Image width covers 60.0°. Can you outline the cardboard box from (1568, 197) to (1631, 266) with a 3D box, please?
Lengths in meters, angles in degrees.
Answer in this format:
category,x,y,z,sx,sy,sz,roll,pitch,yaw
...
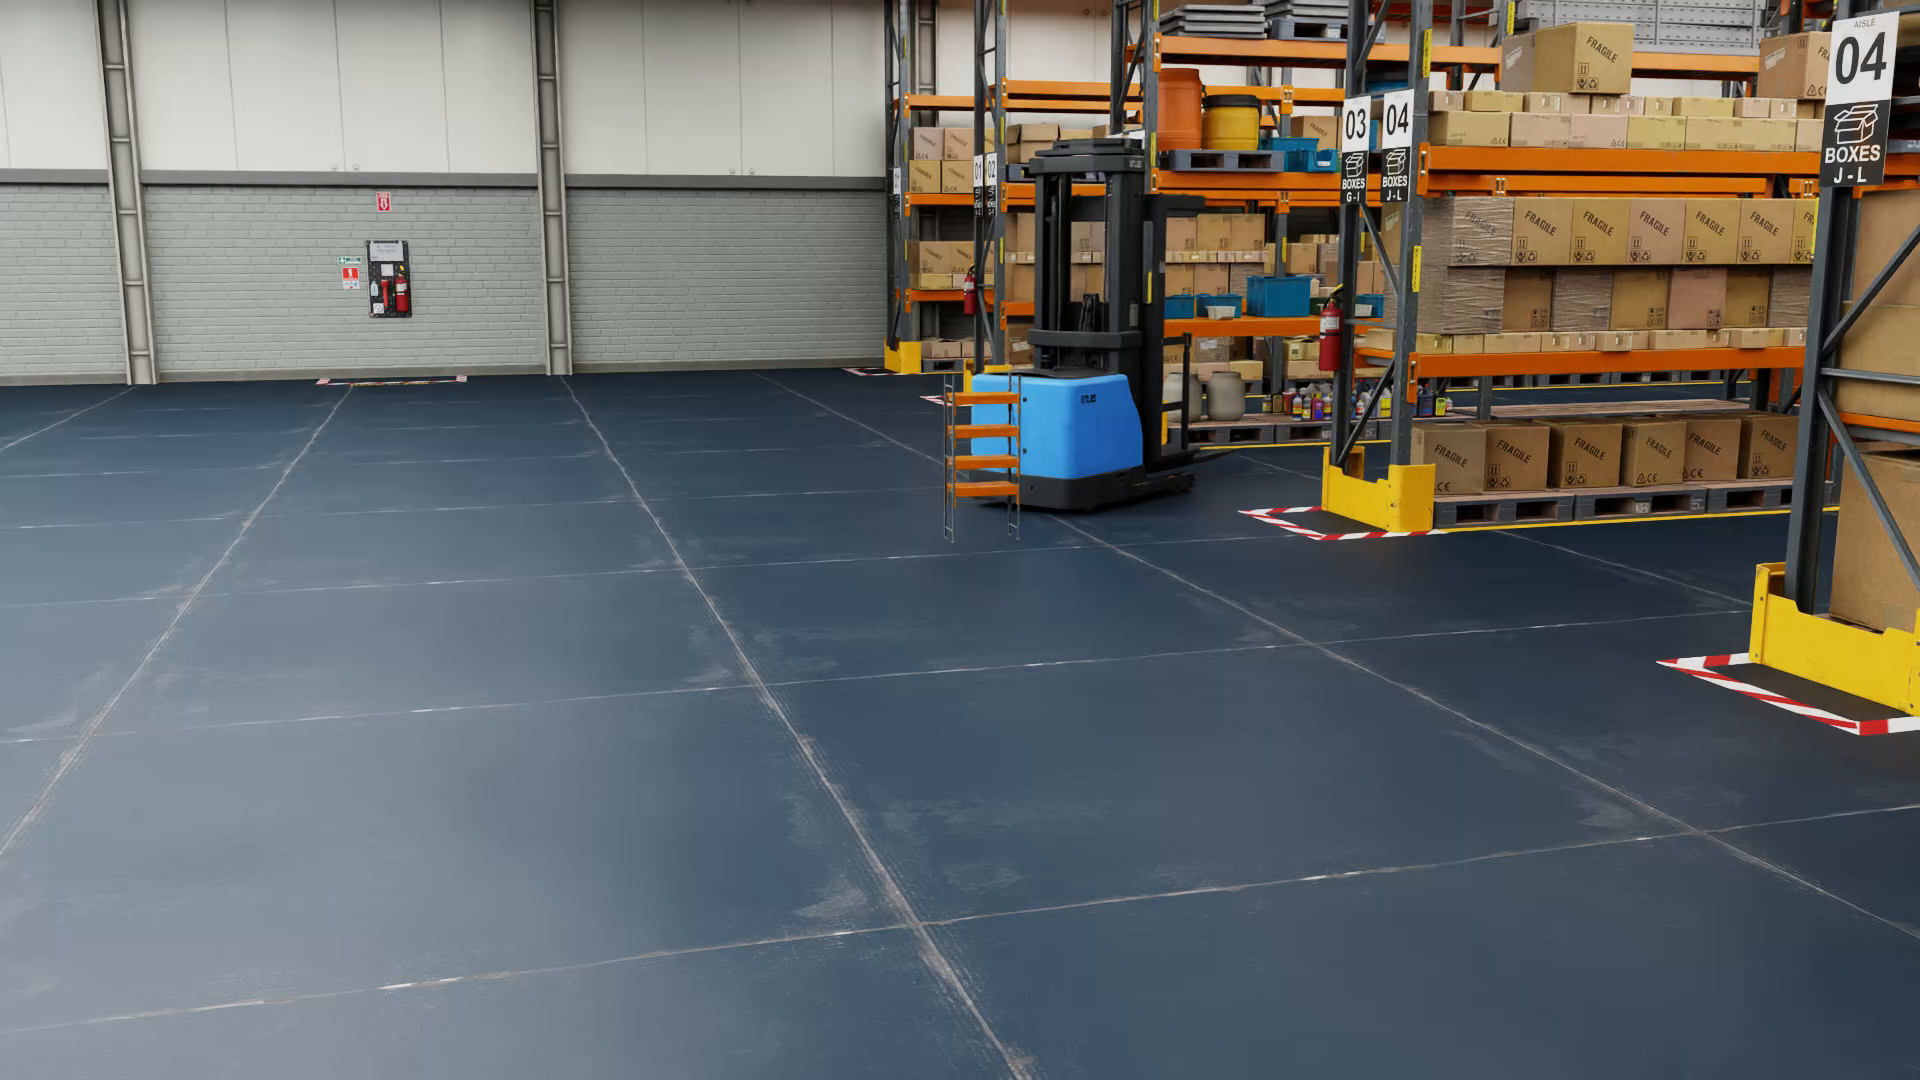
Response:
category,x,y,z,sx,sy,sz,roll,pitch,yaw
cardboard box,4.716,-2.349,12.664,0.500,0.500,0.500,-3,11,-16

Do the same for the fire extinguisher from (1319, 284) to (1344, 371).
category,x,y,z,sx,sy,sz,roll,pitch,yaw
fire extinguisher,2.912,-1.668,13.038,0.183,0.674,0.296,-3,11,-16

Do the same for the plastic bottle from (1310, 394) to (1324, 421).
category,x,y,z,sx,sy,sz,roll,pitch,yaw
plastic bottle,3.816,-1.419,17.759,0.133,0.283,0.061,-3,11,-15

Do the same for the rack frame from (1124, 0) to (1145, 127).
category,x,y,z,sx,sy,sz,roll,pitch,yaw
rack frame,2.838,-7.368,27.215,0.127,3.000,1.000,-3,11,-16

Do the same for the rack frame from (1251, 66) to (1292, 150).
category,x,y,z,sx,sy,sz,roll,pitch,yaw
rack frame,4.226,-6.507,22.539,0.127,3.000,1.000,-3,11,-16

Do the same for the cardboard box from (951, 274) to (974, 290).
category,x,y,z,sx,sy,sz,roll,pitch,yaw
cardboard box,0.049,-4.150,26.661,0.500,0.250,0.500,-3,11,-18

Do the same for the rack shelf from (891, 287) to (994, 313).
category,x,y,z,sx,sy,sz,roll,pitch,yaw
rack shelf,0.917,-3.963,27.274,4.000,0.370,1.077,-3,11,-16

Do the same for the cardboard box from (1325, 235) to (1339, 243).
category,x,y,z,sx,sy,sz,roll,pitch,yaw
cardboard box,6.355,-5.182,28.627,0.250,0.149,0.380,-5,11,-23

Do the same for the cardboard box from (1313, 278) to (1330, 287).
category,x,y,z,sx,sy,sz,roll,pitch,yaw
cardboard box,5.019,-3.567,23.509,0.258,0.266,0.396,-3,11,-17

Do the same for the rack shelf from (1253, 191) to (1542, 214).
category,x,y,z,sx,sy,sz,roll,pitch,yaw
rack shelf,6.146,-4.779,23.425,4.000,0.370,1.077,-3,11,-16

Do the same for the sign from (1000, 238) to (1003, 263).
category,x,y,z,sx,sy,sz,roll,pitch,yaw
sign,0.535,-3.722,21.371,0.005,0.325,0.100,-3,11,-16

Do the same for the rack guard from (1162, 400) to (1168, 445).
category,x,y,z,sx,sy,sz,roll,pitch,yaw
rack guard,1.826,-1.276,17.596,0.348,0.500,1.175,-3,11,-16

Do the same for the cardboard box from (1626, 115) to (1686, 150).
category,x,y,z,sx,sy,sz,roll,pitch,yaw
cardboard box,5.154,-3.092,12.685,0.500,0.250,0.500,-3,11,-14

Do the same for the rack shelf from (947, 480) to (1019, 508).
category,x,y,z,sx,sy,sz,roll,pitch,yaw
rack shelf,0.159,-0.337,12.031,0.480,0.148,0.258,-3,11,-16

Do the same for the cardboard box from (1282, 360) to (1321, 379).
category,x,y,z,sx,sy,sz,roll,pitch,yaw
cardboard box,4.682,-2.388,23.170,0.500,0.250,0.500,-3,11,-17

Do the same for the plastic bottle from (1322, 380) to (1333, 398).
category,x,y,z,sx,sy,sz,roll,pitch,yaw
plastic bottle,4.126,-1.609,18.605,0.185,0.351,0.144,-3,11,-16

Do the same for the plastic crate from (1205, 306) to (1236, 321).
category,x,y,z,sx,sy,sz,roll,pitch,yaw
plastic crate,2.715,-2.353,17.270,0.250,0.136,0.298,-3,11,-16

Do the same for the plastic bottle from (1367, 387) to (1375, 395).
category,x,y,z,sx,sy,sz,roll,pitch,yaw
plastic bottle,4.610,-1.573,18.627,0.097,0.271,0.097,0,10,0

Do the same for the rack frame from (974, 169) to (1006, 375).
category,x,y,z,sx,sy,sz,roll,pitch,yaw
rack frame,0.385,-3.354,21.982,0.127,3.000,1.000,-3,11,-16

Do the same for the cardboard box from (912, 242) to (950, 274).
category,x,y,z,sx,sy,sz,roll,pitch,yaw
cardboard box,-0.461,-4.492,26.450,0.500,0.500,0.500,-3,11,-16

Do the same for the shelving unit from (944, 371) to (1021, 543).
category,x,y,z,sx,sy,sz,roll,pitch,yaw
shelving unit,0.159,-0.598,11.983,0.503,1.200,0.258,-3,11,-16

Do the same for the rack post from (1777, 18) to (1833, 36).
category,x,y,z,sx,sy,sz,roll,pitch,yaw
rack post,10.131,-5.855,19.205,0.937,0.300,0.954,-3,11,-16

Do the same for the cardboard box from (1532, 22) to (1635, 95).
category,x,y,z,sx,sy,sz,roll,pitch,yaw
cardboard box,4.651,-3.577,12.427,0.500,0.500,0.500,-3,11,-16

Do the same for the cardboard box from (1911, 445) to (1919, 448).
category,x,y,z,sx,sy,sz,roll,pitch,yaw
cardboard box,8.050,-0.870,14.175,0.500,0.500,0.700,-3,11,-16

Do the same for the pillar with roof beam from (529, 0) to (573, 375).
category,x,y,z,sx,sy,sz,roll,pitch,yaw
pillar with roof beam,-5.130,-6.299,21.411,0.400,9.000,9.100,-3,11,-16

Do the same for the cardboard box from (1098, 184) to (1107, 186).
category,x,y,z,sx,sy,sz,roll,pitch,yaw
cardboard box,2.419,-5.883,27.103,0.500,0.500,0.500,-3,11,-14

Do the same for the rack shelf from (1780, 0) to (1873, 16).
category,x,y,z,sx,sy,sz,roll,pitch,yaw
rack shelf,5.071,-4.328,12.699,4.000,0.370,1.077,-3,11,-16

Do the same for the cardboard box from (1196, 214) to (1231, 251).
category,x,y,z,sx,sy,sz,roll,pitch,yaw
cardboard box,3.317,-4.195,22.687,0.500,0.500,0.700,-3,11,-16

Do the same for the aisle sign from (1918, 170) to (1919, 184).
category,x,y,z,sx,sy,sz,roll,pitch,yaw
aisle sign,4.456,-1.987,7.377,0.004,0.787,0.394,-3,11,-16

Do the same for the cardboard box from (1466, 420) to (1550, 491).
category,x,y,z,sx,sy,sz,roll,pitch,yaw
cardboard box,4.319,-0.674,13.168,0.500,0.500,0.500,0,10,-1

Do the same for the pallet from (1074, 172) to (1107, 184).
category,x,y,z,sx,sy,sz,roll,pitch,yaw
pallet,2.245,-4.880,22.227,1.213,0.211,1.003,-3,11,-16

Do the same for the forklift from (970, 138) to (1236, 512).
category,x,y,z,sx,sy,sz,roll,pitch,yaw
forklift,1.369,-1.875,14.135,1.130,2.935,3.031,8,13,36

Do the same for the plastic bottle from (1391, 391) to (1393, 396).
category,x,y,z,sx,sy,sz,roll,pitch,yaw
plastic bottle,4.819,-1.504,18.241,0.135,0.276,0.152,-3,11,-16

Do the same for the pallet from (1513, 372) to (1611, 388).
category,x,y,z,sx,sy,sz,roll,pitch,yaw
pallet,8.794,-2.419,24.603,1.213,0.211,1.003,-3,11,-16

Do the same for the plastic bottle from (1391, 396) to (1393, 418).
category,x,y,z,sx,sy,sz,roll,pitch,yaw
plastic bottle,4.740,-1.468,18.023,0.133,0.283,0.061,-2,11,-12

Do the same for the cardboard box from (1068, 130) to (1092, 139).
category,x,y,z,sx,sy,sz,roll,pitch,yaw
cardboard box,1.906,-6.341,26.830,0.500,0.500,0.500,-2,11,-13

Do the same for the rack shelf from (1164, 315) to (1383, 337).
category,x,y,z,sx,sy,sz,roll,pitch,yaw
rack shelf,3.686,-2.240,17.919,4.000,0.370,1.077,-3,11,-16

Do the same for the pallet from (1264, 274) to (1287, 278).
category,x,y,z,sx,sy,sz,roll,pitch,yaw
pallet,4.789,-4.418,28.292,1.213,0.211,1.003,-3,11,-16

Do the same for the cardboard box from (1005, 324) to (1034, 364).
category,x,y,z,sx,sy,sz,roll,pitch,yaw
cardboard box,0.817,-2.656,22.554,0.500,0.500,0.500,-3,11,-16

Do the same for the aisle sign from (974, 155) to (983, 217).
category,x,y,z,sx,sy,sz,roll,pitch,yaw
aisle sign,0.240,-4.681,22.006,0.004,0.787,0.394,-3,11,-16

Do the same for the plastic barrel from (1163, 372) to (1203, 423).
category,x,y,z,sx,sy,sz,roll,pitch,yaw
plastic barrel,2.377,-1.523,17.744,0.421,0.512,0.421,0,10,0

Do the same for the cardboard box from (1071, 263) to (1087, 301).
category,x,y,z,sx,sy,sz,roll,pitch,yaw
cardboard box,1.340,-3.452,22.238,0.500,0.500,0.700,-3,11,-14

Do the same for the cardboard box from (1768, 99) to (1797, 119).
category,x,y,z,sx,sy,sz,roll,pitch,yaw
cardboard box,6.261,-3.340,12.932,0.250,0.149,0.380,-4,11,-19

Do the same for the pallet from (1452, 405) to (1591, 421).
category,x,y,z,sx,sy,sz,roll,pitch,yaw
pallet,6.350,-1.371,18.908,1.213,0.211,1.003,-3,11,-16

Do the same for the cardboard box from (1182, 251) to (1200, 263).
category,x,y,z,sx,sy,sz,roll,pitch,yaw
cardboard box,3.047,-3.823,22.459,0.250,0.149,0.380,-3,11,-16

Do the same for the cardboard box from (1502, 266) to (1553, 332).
category,x,y,z,sx,sy,sz,roll,pitch,yaw
cardboard box,4.133,-1.897,12.967,0.500,0.500,0.875,-3,11,-16

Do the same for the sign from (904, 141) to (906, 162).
category,x,y,z,sx,sy,sz,roll,pitch,yaw
sign,-0.851,-6.026,25.796,0.005,0.325,0.100,-3,11,-16

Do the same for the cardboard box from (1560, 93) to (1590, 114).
category,x,y,z,sx,sy,sz,roll,pitch,yaw
cardboard box,4.479,-3.247,12.426,0.250,0.149,0.380,-3,11,-16

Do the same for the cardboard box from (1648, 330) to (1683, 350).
category,x,y,z,sx,sy,sz,roll,pitch,yaw
cardboard box,5.422,-1.576,13.014,0.250,0.149,0.380,-3,11,-16

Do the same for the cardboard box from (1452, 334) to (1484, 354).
category,x,y,z,sx,sy,sz,roll,pitch,yaw
cardboard box,3.736,-1.491,12.553,0.250,0.149,0.380,-3,11,-16
